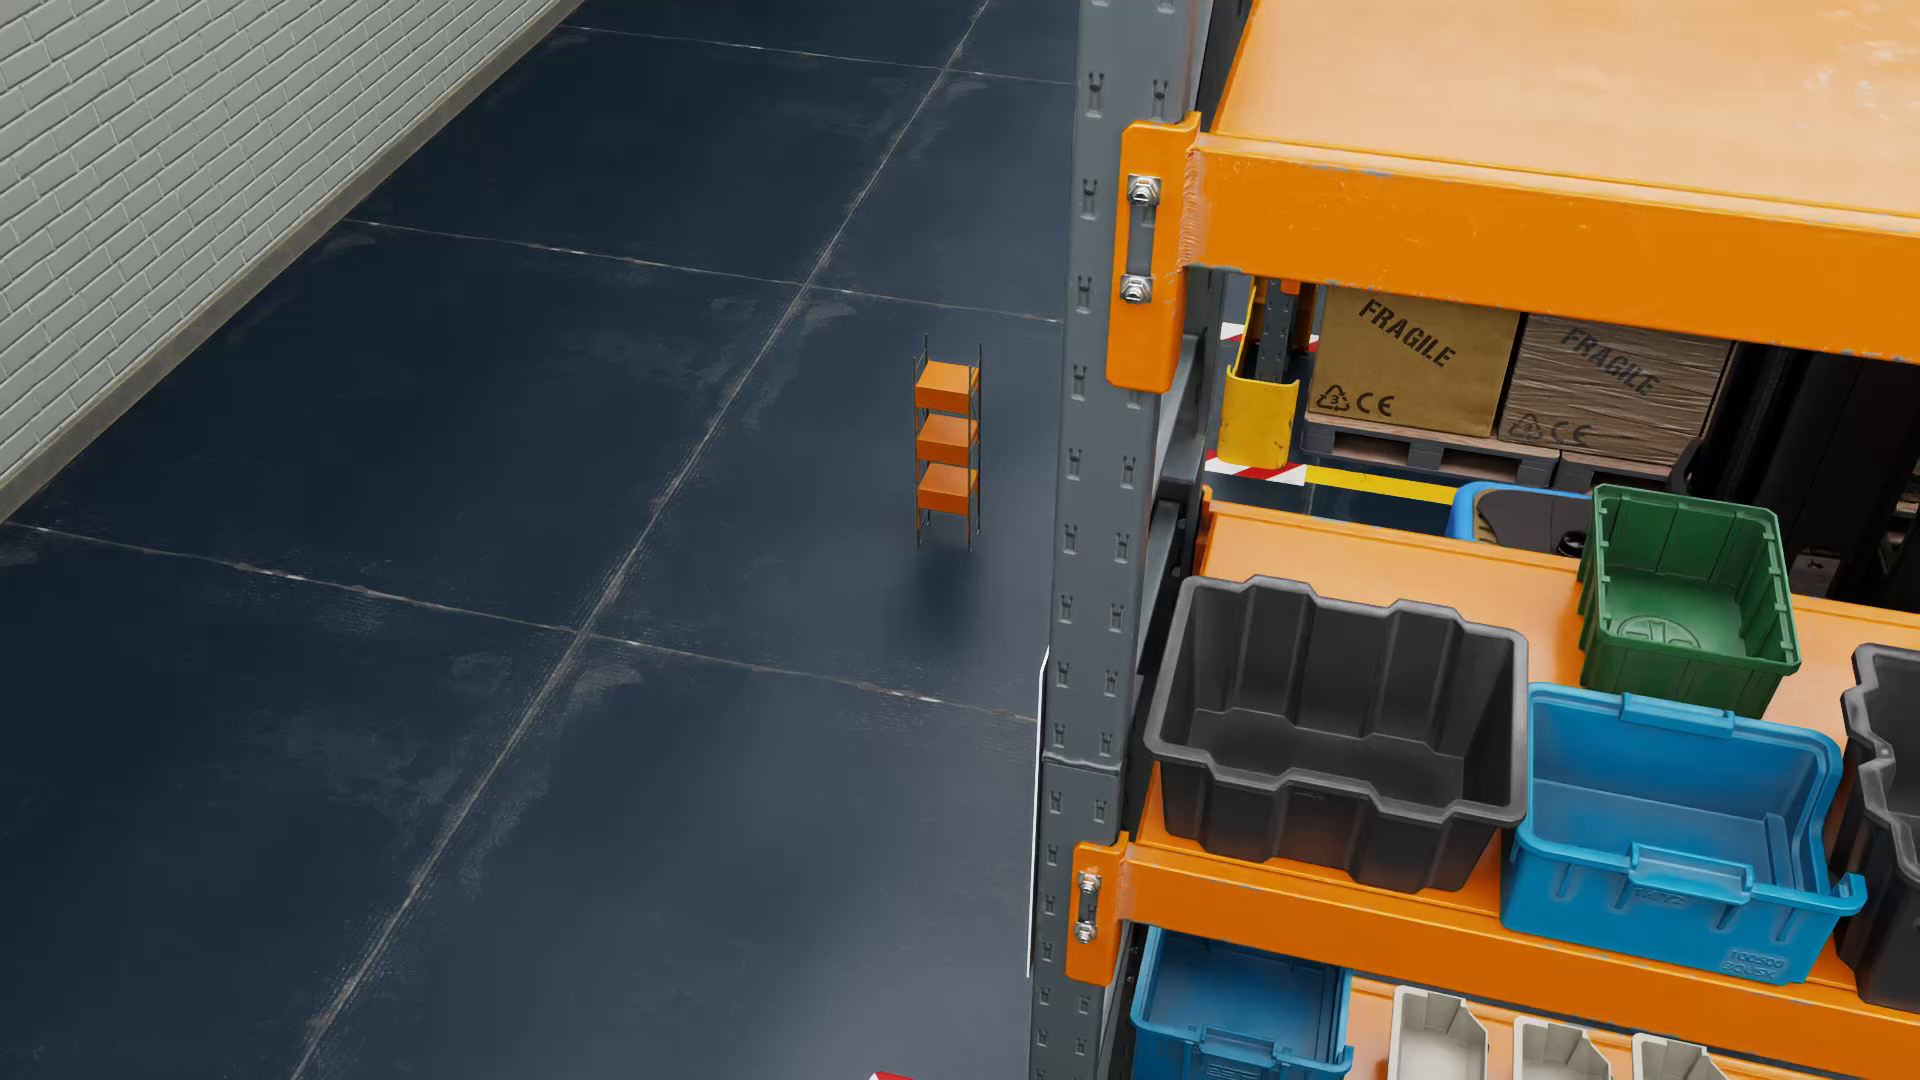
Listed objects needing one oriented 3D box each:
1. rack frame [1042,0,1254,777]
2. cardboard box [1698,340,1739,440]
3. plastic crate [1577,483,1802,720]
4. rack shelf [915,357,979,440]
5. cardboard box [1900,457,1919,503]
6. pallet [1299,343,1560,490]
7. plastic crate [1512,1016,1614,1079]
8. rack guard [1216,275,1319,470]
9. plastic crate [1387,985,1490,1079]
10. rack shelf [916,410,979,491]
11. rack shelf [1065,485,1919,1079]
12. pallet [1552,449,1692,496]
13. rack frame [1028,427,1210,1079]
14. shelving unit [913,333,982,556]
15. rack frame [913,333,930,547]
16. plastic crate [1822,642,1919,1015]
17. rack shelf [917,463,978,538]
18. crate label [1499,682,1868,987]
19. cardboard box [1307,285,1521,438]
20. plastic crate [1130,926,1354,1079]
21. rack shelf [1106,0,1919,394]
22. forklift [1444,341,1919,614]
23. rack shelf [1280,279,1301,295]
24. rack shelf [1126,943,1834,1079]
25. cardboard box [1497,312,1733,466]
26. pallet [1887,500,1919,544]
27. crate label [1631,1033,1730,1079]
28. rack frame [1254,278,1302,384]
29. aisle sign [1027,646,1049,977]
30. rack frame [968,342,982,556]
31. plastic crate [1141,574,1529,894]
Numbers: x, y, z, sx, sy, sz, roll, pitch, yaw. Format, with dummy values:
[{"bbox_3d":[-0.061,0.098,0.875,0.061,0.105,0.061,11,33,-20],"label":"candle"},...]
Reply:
[{"bbox_3d":[0.323,-1.091,2.076,0.127,3.000,1.000,10,41,11],"label":"rack frame"},{"bbox_3d":[3.981,-0.862,7.794,0.875,0.875,0.875,10,41,11],"label":"cardboard box"},{"bbox_3d":[1.349,0.125,3.125,0.336,0.188,0.450,10,41,11],"label":"plastic crate"},{"bbox_3d":[-0.052,-0.620,7.272,0.240,0.259,0.215,10,41,11],"label":"rack shelf"},{"bbox_3d":[4.850,-0.712,7.616,0.875,0.875,0.875,10,41,11],"label":"cardboard box"},{"bbox_3d":[2.395,-0.719,8.466,1.213,0.211,1.003,10,41,11],"label":"pallet"},{"bbox_3d":[1.433,1.365,3.976,0.243,0.136,0.396,10,41,11],"label":"plastic crate"},{"bbox_3d":[1.580,-0.918,8.478,0.348,0.500,1.175,10,41,11],"label":"rack guard"},{"bbox_3d":[1.157,1.307,4.044,0.243,0.136,0.396,10,41,11],"label":"plastic crate"},{"bbox_3d":[-0.052,-0.403,7.454,0.240,0.259,0.215,10,41,11],"label":"rack shelf"},{"bbox_3d":[2.255,0.666,2.877,4.000,0.370,1.077,10,41,11],"label":"rack shelf"},{"bbox_3d":[3.570,-0.514,8.223,1.213,0.211,1.003,10,41,11],"label":"pallet"},{"bbox_3d":[0.323,1.206,4.006,0.127,3.000,1.000,10,41,11],"label":"rack frame"},{"bbox_3d":[-0.052,-0.411,7.448,0.252,1.050,0.215,10,41,11],"label":"shelving unit"},{"bbox_3d":[-0.170,-0.431,7.472,0.008,1.050,0.200,10,41,11],"label":"rack frame"},{"bbox_3d":[1.727,0.506,2.555,0.767,0.338,0.504,10,41,11],"label":"plastic crate"},{"bbox_3d":[-0.052,-0.190,7.633,0.240,0.259,0.215,10,41,11],"label":"rack shelf"},{"bbox_3d":[1.130,0.469,2.667,0.502,0.251,0.408,10,41,11],"label":"crate label"},{"bbox_3d":[2.242,-1.161,8.150,0.875,0.875,0.875,10,41,11],"label":"cardboard box"},{"bbox_3d":[0.694,1.109,4.047,0.499,0.435,0.616,10,41,11],"label":"plastic crate"},{"bbox_3d":[2.255,-0.330,2.041,4.000,0.370,1.077,10,41,11],"label":"rack shelf"},{"bbox_3d":[3.267,-0.025,5.525,3.031,2.935,1.130,8,41,10],"label":"forklift"},{"bbox_3d":[3.535,-1.263,7.505,4.000,0.370,1.077,10,41,11],"label":"rack shelf"},{"bbox_3d":[2.255,1.814,3.841,4.000,0.370,1.077,10,41,11],"label":"rack shelf"},{"bbox_3d":[3.121,-1.010,7.970,0.875,0.875,0.875,10,41,11],"label":"cardboard box"},{"bbox_3d":[4.753,-0.313,7.983,1.213,0.211,1.003,10,41,11],"label":"pallet"},{"bbox_3d":[1.709,1.396,3.939,0.243,0.136,0.396,10,41,11],"label":"crate label"},{"bbox_3d":[1.603,-1.871,7.670,0.127,3.000,1.000,10,41,11],"label":"rack frame"},{"bbox_3d":[0.176,0.383,2.964,0.004,0.787,0.394,10,41,11],"label":"aisle sign"},{"bbox_3d":[0.066,-0.391,7.423,0.008,1.050,0.200,10,41,11],"label":"rack frame"},{"bbox_3d":[0.622,0.345,2.801,0.590,0.269,0.497,10,41,11],"label":"plastic crate"}]
